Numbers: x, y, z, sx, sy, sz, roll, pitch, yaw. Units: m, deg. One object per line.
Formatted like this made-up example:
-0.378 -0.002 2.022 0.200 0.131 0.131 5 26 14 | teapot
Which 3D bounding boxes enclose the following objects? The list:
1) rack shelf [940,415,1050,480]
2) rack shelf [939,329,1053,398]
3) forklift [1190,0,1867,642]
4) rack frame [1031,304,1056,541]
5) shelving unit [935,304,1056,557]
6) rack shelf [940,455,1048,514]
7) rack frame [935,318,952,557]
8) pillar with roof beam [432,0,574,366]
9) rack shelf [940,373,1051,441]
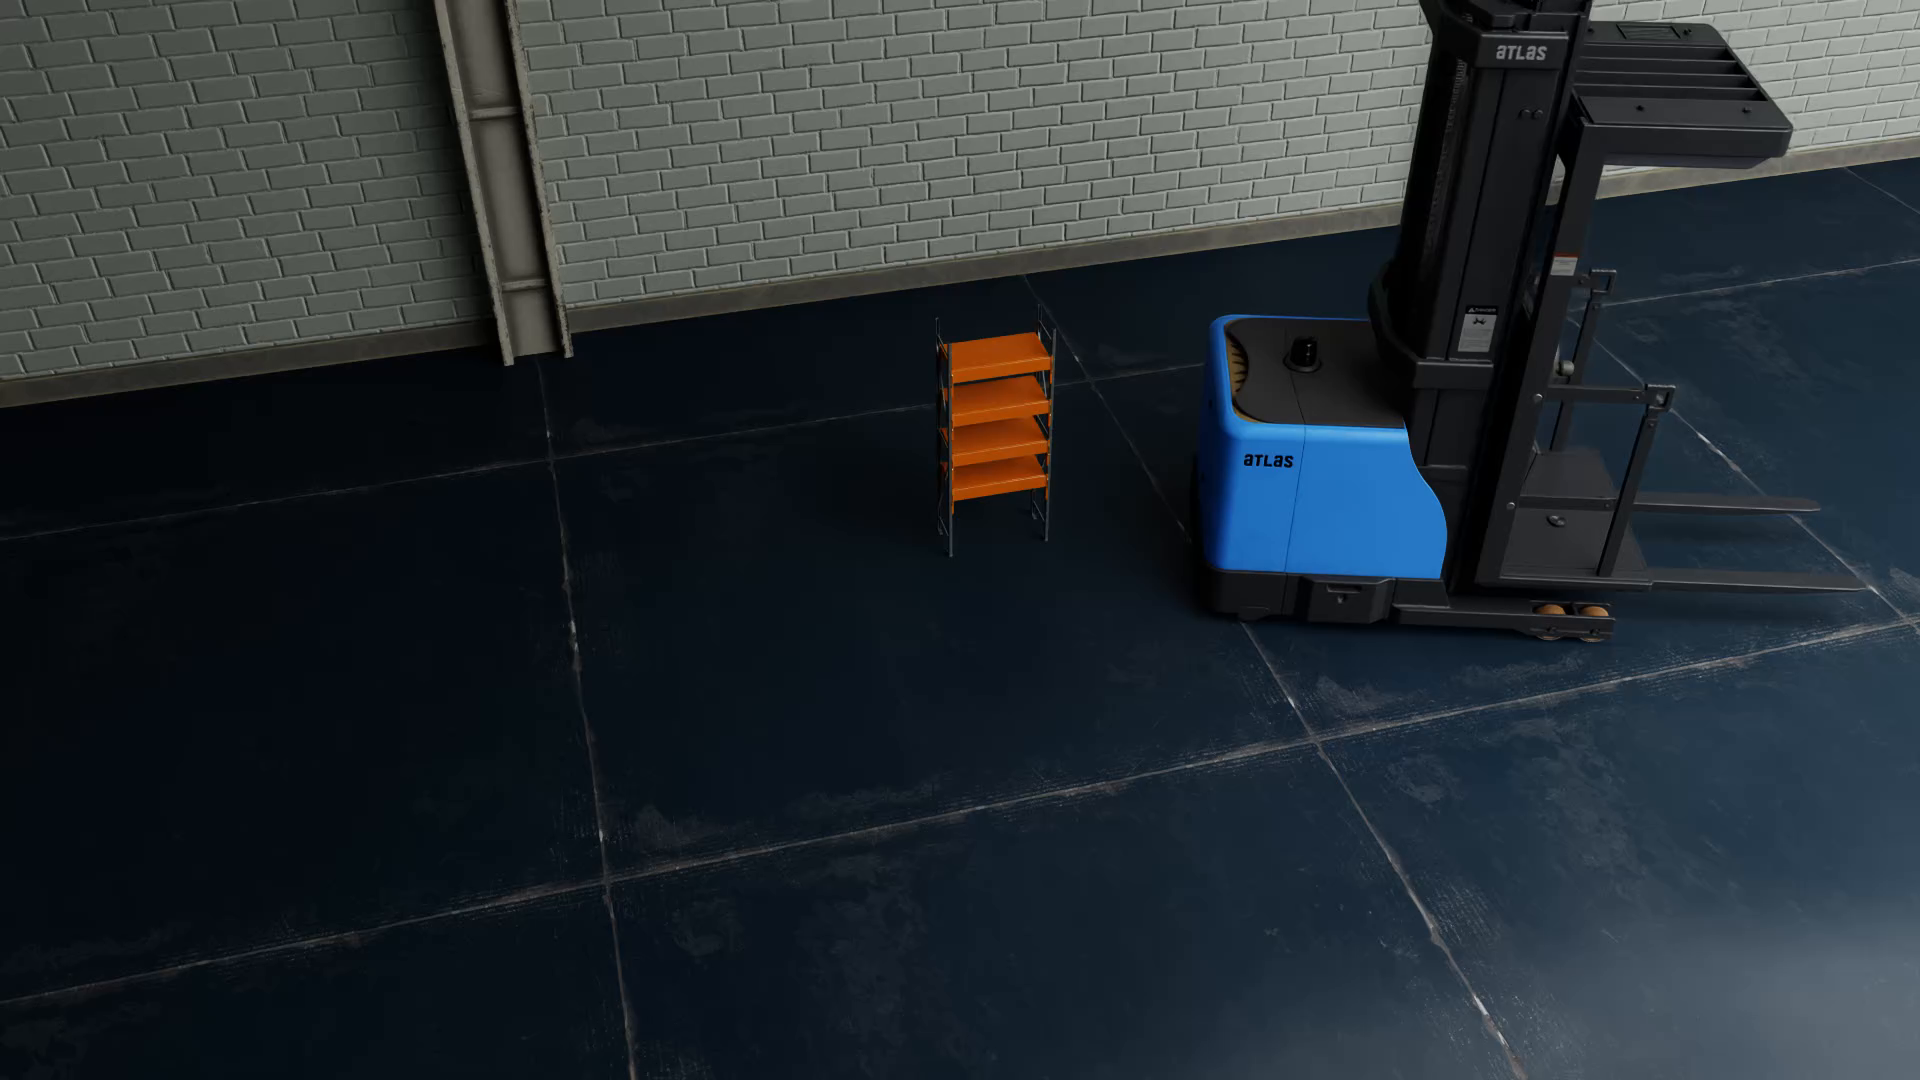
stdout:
0.160 -0.449 7.940 0.480 0.148 0.258 -9 38 -12 | rack shelf
0.160 -0.815 7.660 0.480 0.148 0.258 -9 38 -12 | rack shelf
2.647 -1.032 7.166 3.031 2.935 1.130 2 37 3 | forklift
0.395 -0.541 7.950 0.015 1.200 0.240 -9 38 -12 | rack frame
0.160 -0.503 7.899 0.503 1.200 0.258 -9 38 -12 | shelving unit
0.160 -0.292 8.061 0.480 0.148 0.258 -9 38 -12 | rack shelf
-0.076 -0.464 7.849 0.015 1.200 0.240 -9 38 -12 | rack frame
-1.343 -2.169 3.658 0.400 9.000 9.100 -9 38 -12 | pillar with roof beam
0.160 -0.627 7.804 0.480 0.148 0.258 -9 38 -12 | rack shelf
